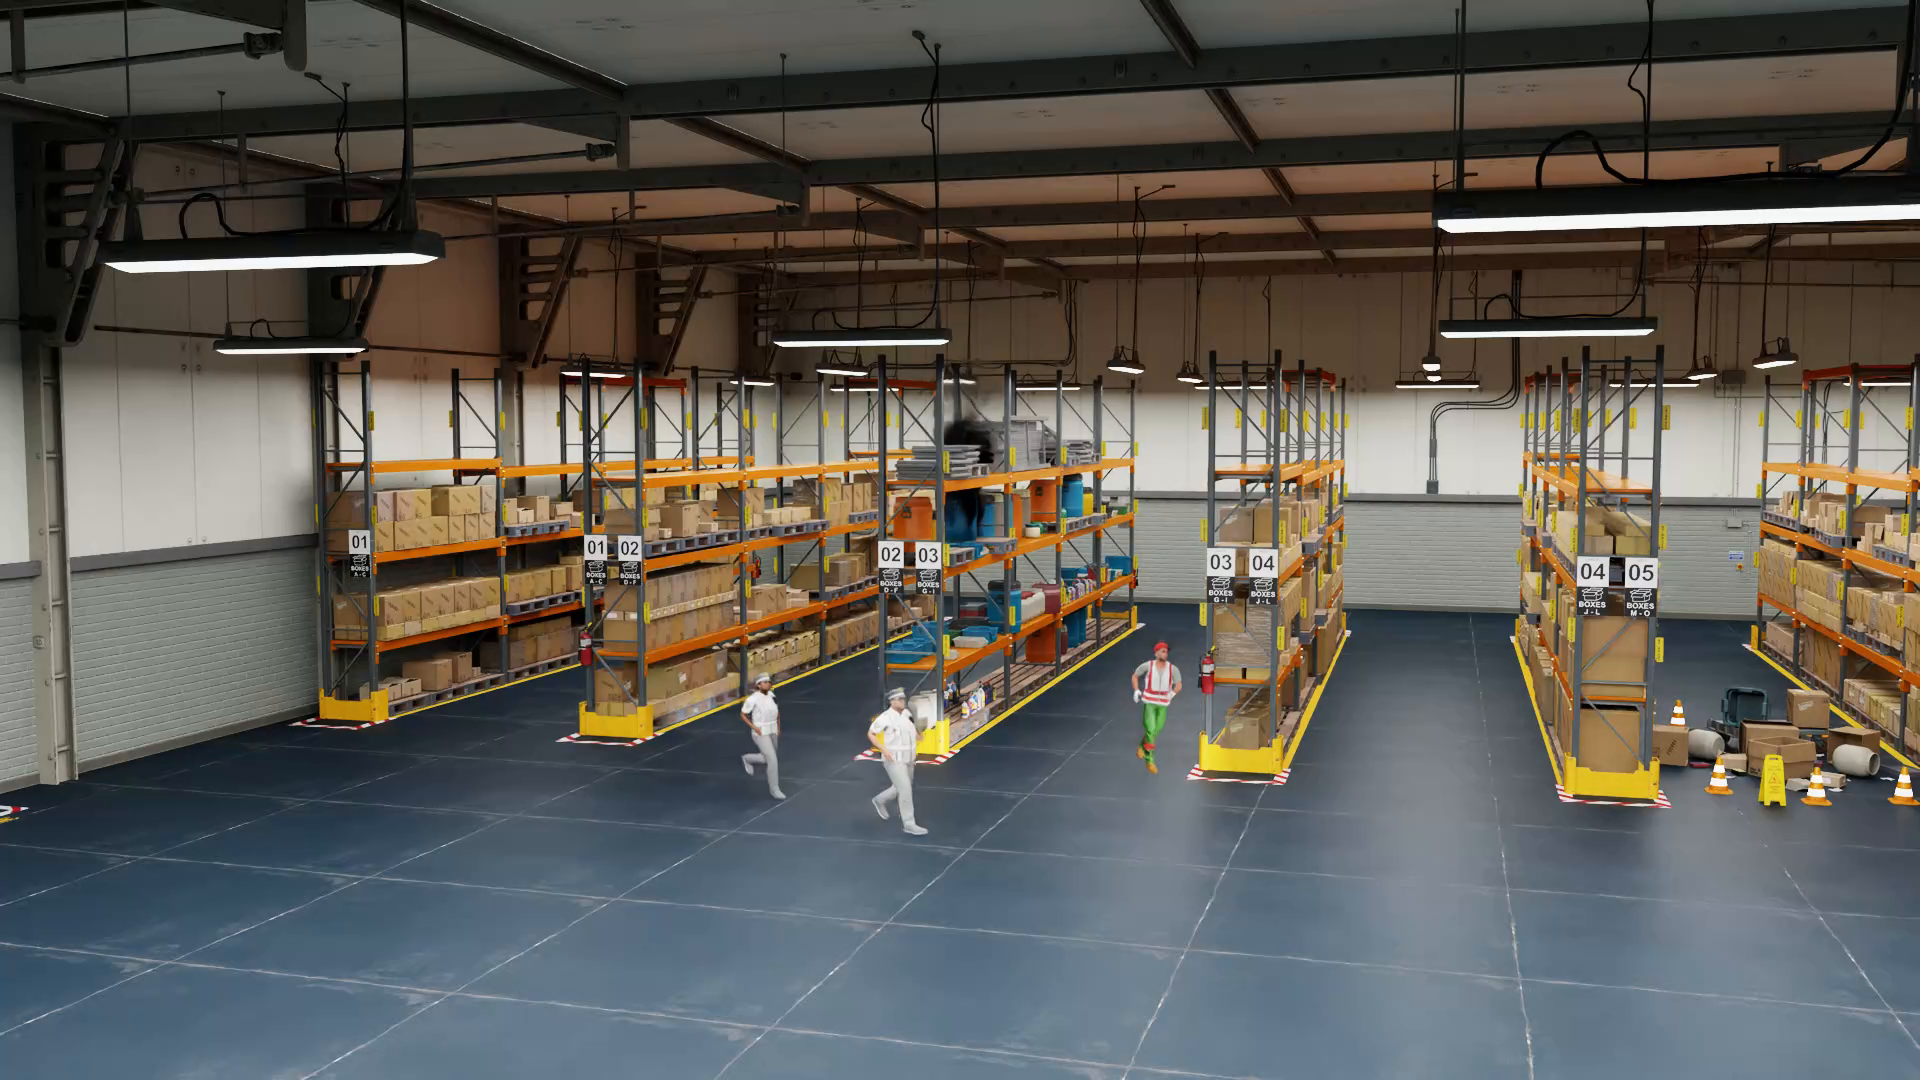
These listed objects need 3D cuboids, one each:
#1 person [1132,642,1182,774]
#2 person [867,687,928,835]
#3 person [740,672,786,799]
[{"bbox_3d":[2.787,2.332,23.513,0.695,1.780,0.854,-1,4,-11],"label":"person"},{"bbox_3d":[-0.758,2.660,20.278,0.953,1.755,0.672,3,5,36],"label":"person"},{"bbox_3d":[-2.656,2.601,22.340,0.886,1.684,0.566,3,5,38],"label":"person"}]
